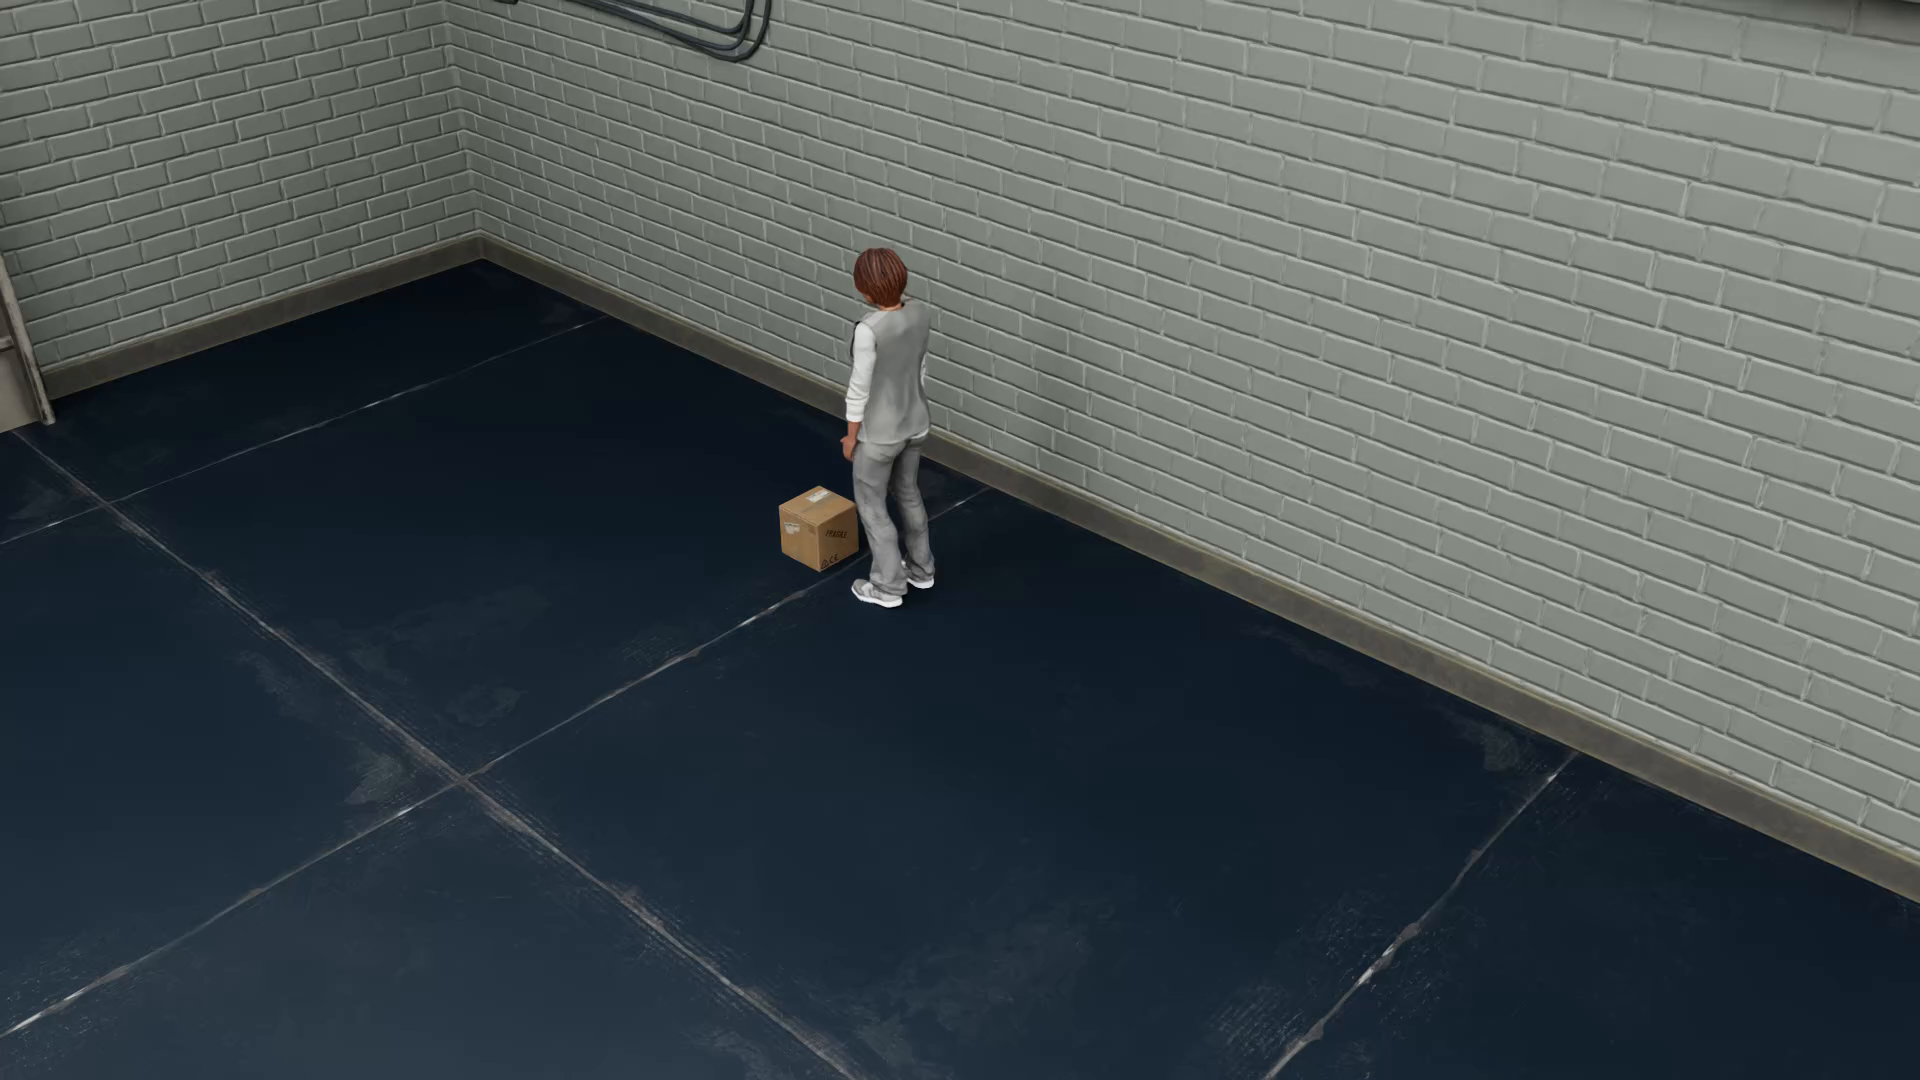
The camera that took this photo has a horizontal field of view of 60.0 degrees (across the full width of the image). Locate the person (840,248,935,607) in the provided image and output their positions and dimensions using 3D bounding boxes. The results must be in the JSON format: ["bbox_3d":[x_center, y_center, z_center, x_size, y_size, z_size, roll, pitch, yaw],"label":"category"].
[{"bbox_3d":[-0.302,-0.441,6.879,0.299,1.588,0.407,26,40,36],"label":"person"}]
